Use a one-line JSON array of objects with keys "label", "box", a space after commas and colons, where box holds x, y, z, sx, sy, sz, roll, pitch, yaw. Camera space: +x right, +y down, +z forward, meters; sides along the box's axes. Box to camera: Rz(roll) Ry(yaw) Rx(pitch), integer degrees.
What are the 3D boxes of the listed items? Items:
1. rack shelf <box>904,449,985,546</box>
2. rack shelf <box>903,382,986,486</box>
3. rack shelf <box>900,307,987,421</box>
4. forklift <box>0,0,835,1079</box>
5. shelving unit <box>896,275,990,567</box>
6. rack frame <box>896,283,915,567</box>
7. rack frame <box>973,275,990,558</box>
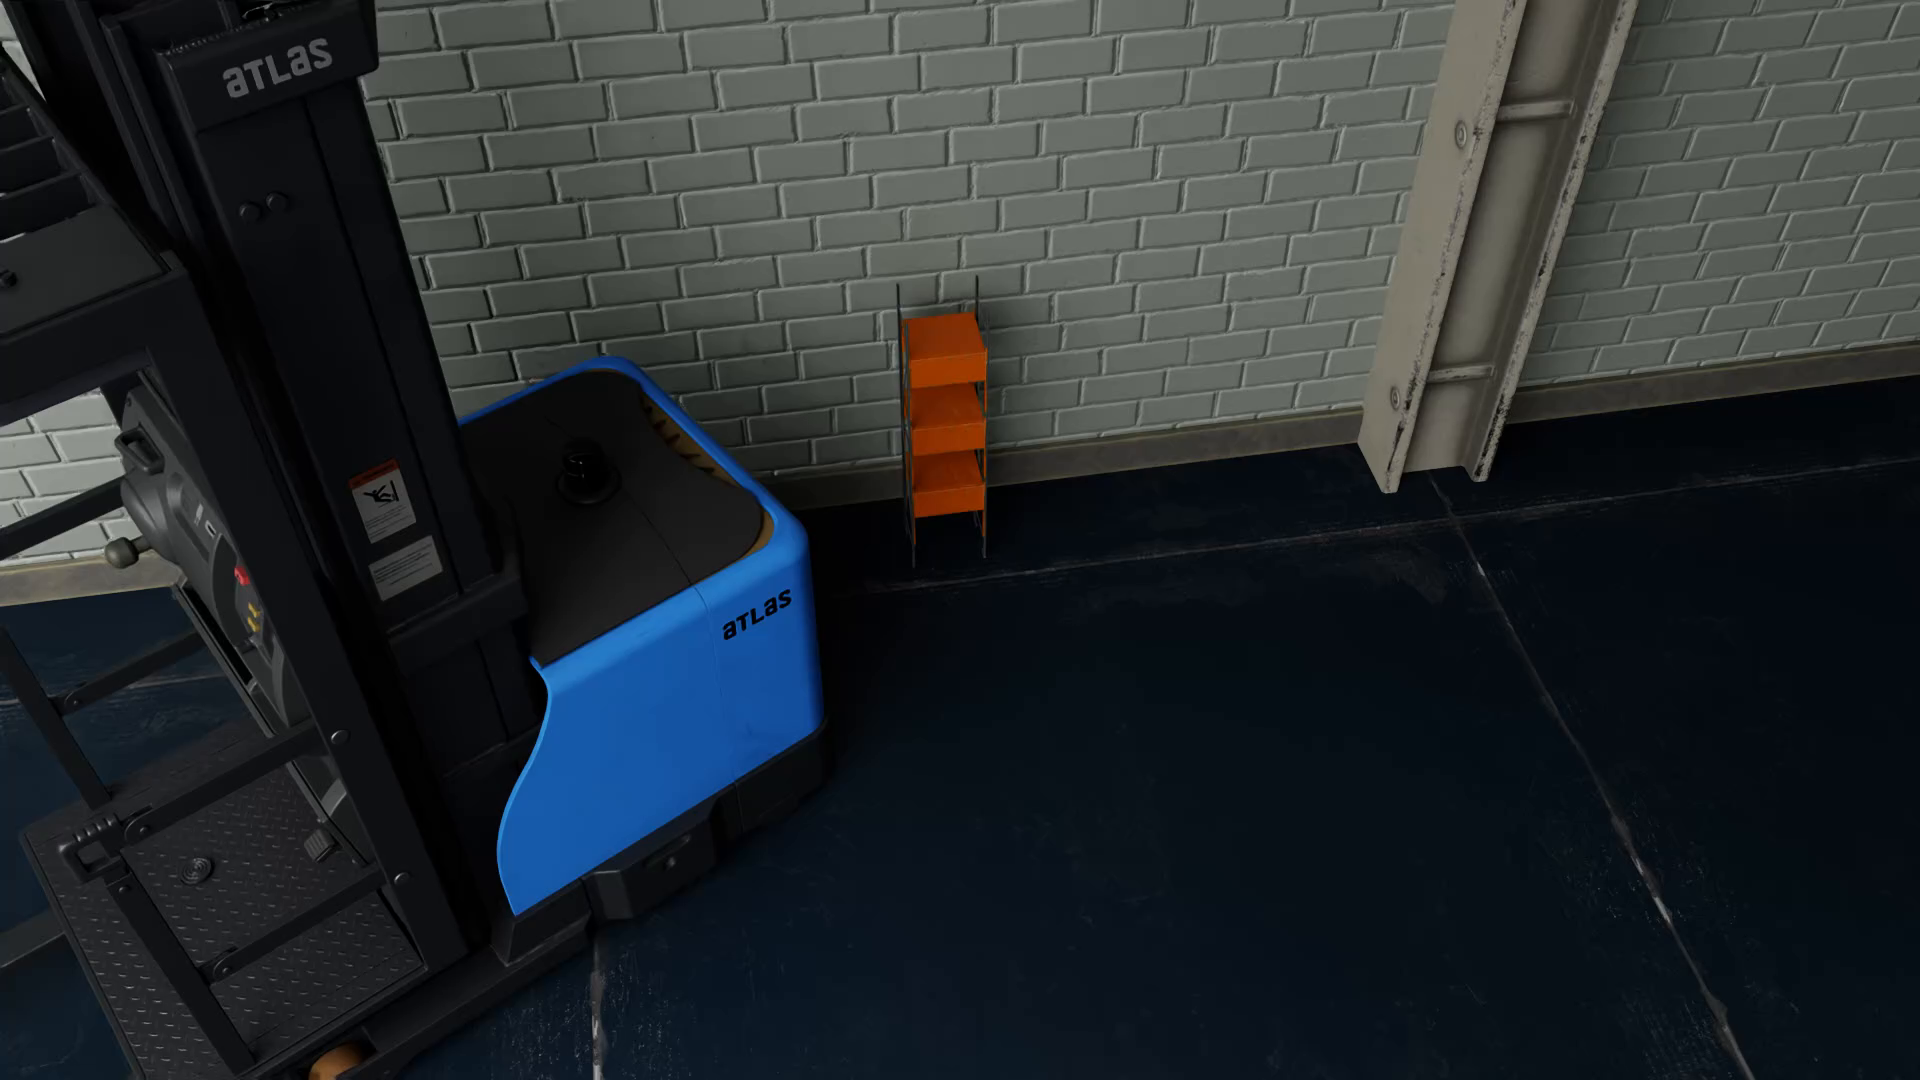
[{"label": "rack shelf", "box": [-0.053, -0.158, 5.573, 0.240, 0.259, 0.215, -7, 46, -7]}, {"label": "rack shelf", "box": [-0.053, -0.350, 5.373, 0.240, 0.259, 0.215, -7, 46, -7]}, {"label": "rack shelf", "box": [-0.053, -0.547, 5.169, 0.240, 0.259, 0.215, -7, 46, -7]}, {"label": "forklift", "box": [-1.841, 0.107, 3.611, 3.031, 2.935, 1.130, -30, 53, -26]}, {"label": "shelving unit", "box": [-0.053, -0.358, 5.366, 0.252, 1.050, 0.215, -7, 46, -7]}, {"label": "rack frame", "box": [-0.173, -0.343, 5.351, 0.008, 1.050, 0.200, -7, 46, -7]}, {"label": "rack frame", "box": [0.067, -0.373, 5.380, 0.008, 1.050, 0.200, -7, 46, -7]}]
